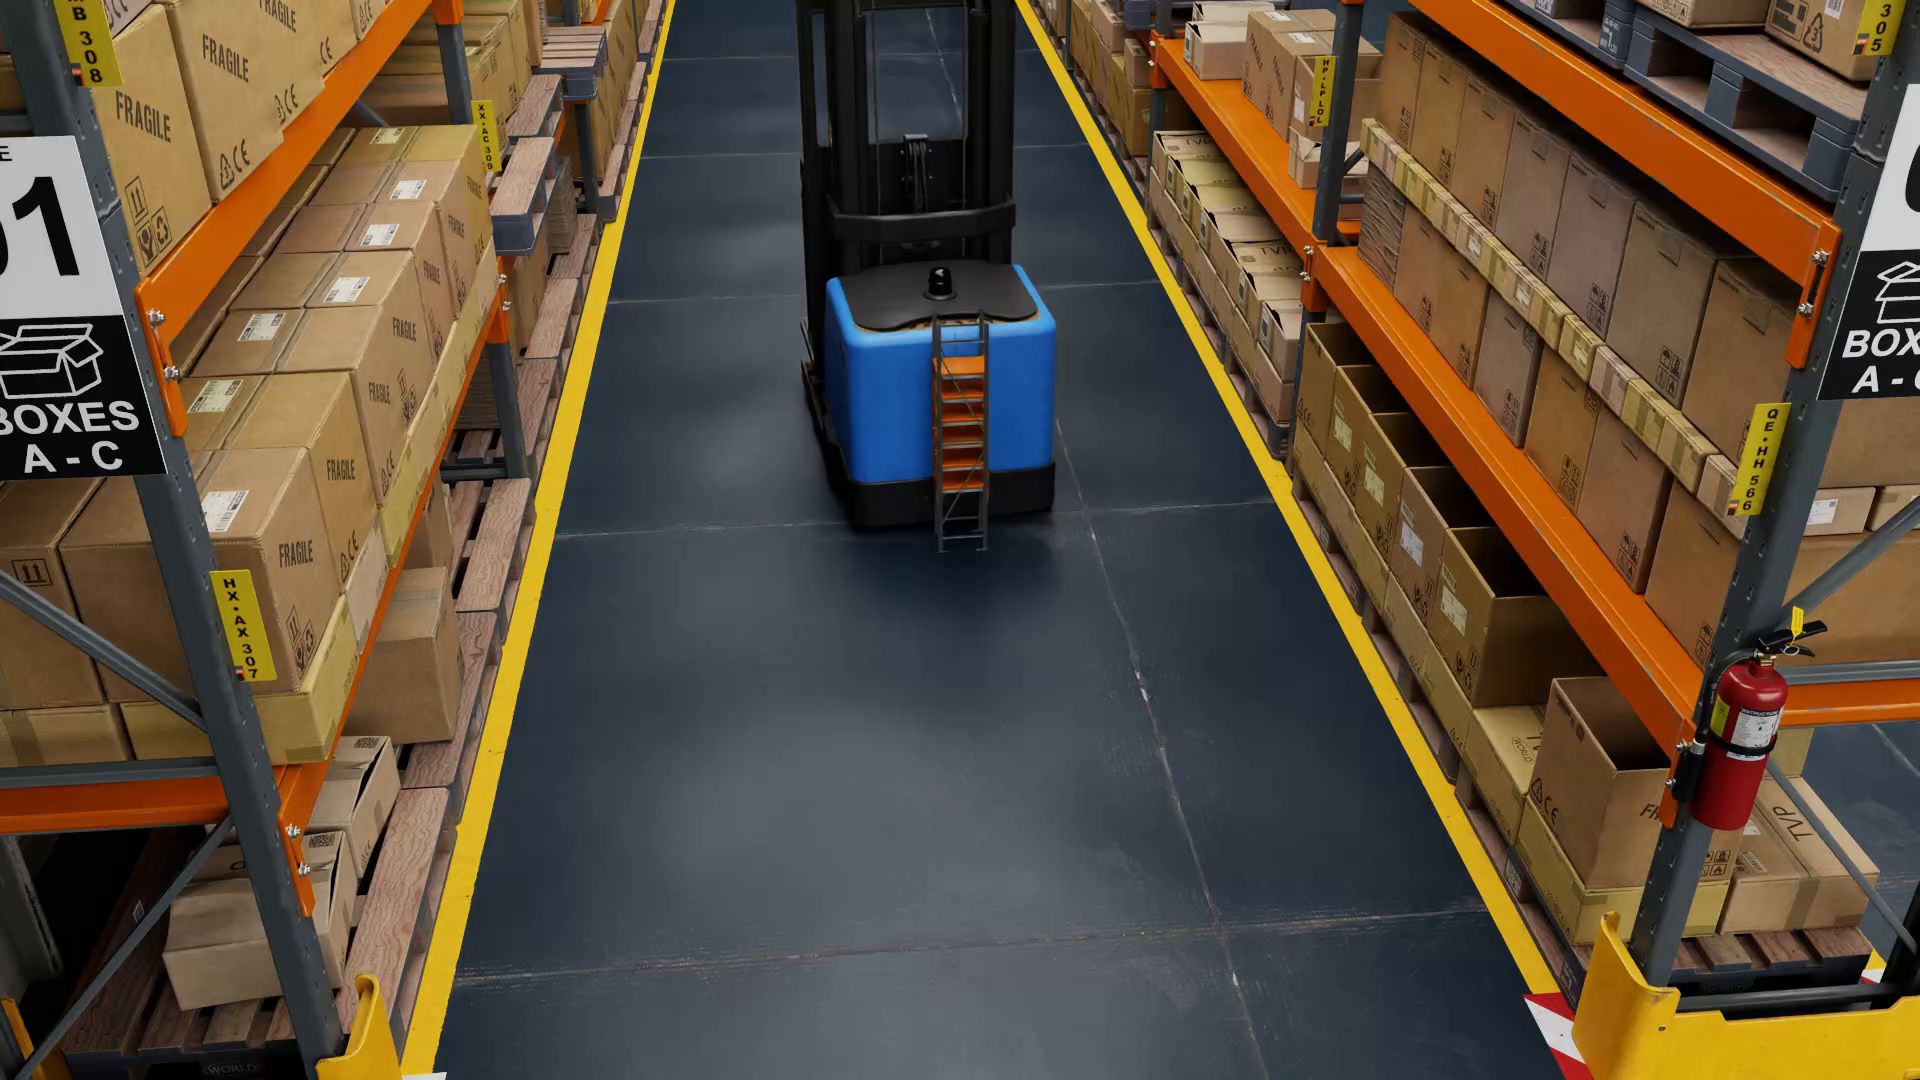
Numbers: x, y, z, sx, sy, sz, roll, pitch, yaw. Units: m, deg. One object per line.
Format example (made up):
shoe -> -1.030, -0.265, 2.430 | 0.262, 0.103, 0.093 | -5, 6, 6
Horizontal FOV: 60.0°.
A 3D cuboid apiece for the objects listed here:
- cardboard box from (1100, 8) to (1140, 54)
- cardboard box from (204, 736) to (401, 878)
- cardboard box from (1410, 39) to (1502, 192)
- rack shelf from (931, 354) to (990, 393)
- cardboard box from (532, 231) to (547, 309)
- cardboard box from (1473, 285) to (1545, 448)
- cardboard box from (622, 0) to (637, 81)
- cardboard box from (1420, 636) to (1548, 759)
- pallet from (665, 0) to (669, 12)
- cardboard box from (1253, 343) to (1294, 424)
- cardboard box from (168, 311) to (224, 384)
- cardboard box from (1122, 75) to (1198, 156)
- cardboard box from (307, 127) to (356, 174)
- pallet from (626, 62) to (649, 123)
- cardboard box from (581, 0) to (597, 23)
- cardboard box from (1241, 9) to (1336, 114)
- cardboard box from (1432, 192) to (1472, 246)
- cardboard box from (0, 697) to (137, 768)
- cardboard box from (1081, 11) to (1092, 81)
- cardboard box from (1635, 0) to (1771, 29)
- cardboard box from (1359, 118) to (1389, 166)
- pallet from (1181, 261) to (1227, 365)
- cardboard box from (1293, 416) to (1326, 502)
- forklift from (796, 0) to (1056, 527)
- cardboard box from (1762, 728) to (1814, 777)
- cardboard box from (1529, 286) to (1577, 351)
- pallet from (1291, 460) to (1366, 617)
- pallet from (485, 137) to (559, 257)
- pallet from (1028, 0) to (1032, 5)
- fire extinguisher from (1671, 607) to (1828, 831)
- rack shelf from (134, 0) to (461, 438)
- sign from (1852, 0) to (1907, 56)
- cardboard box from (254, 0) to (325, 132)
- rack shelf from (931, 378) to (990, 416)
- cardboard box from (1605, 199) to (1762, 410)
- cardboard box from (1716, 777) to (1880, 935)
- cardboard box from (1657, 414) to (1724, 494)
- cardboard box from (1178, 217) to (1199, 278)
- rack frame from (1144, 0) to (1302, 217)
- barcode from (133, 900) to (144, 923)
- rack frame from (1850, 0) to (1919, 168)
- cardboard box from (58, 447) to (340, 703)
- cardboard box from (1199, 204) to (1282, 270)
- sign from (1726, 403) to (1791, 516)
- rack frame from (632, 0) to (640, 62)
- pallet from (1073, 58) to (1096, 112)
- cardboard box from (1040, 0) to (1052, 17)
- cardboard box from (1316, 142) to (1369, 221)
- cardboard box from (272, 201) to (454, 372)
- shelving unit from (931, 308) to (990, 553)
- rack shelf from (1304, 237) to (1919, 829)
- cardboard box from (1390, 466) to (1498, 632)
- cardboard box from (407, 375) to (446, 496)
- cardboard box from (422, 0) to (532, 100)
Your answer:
cardboard box -> 1.436, -4.165, 13.575 | 0.500, 0.250, 0.500 | -3, 31, -6
cardboard box -> -2.346, 0.930, 5.961 | 0.500, 0.311, 0.500 | 0, 31, 0
cardboard box -> 2.336, -1.784, 6.949 | 0.700, 0.500, 0.500 | -3, 31, -5
rack shelf -> 0.002, -0.778, 7.767 | 0.258, 0.103, 0.180 | -4, 31, -6
cardboard box -> -2.939, -1.701, 10.181 | 0.700, 0.500, 0.500 | -3, 31, -5
cardboard box -> 2.435, -0.698, 6.396 | 0.700, 0.500, 0.500 | -2, 31, -3
cardboard box -> -3.249, -4.445, 14.454 | 0.750, 0.750, 0.750 | -2, 31, -4
cardboard box -> 2.162, 0.604, 6.585 | 0.500, 0.250, 0.500 | -3, 31, -5
pallet -> -3.660, -5.954, 18.013 | 1.003, 0.211, 1.213 | -3, 31, -5
cardboard box -> 1.912, -0.866, 9.047 | 0.500, 0.250, 0.500 | -3, 31, -5
cardboard box -> -2.664, -0.405, 5.398 | 0.500, 0.500, 0.500 | -4, 31, -6
cardboard box -> 1.545, -3.293, 12.846 | 0.500, 0.500, 0.500 | -2, 31, -3
cardboard box -> -2.856, -1.445, 7.140 | 0.500, 0.500, 0.500 | -3, 31, -6
pallet -> -3.292, -3.926, 14.617 | 1.003, 0.211, 1.213 | -3, 31, -5
cardboard box -> -2.821, -3.820, 11.946 | 0.380, 0.149, 0.250 | -2, 31, -3
cardboard box -> 2.039, -2.898, 10.079 | 0.500, 0.500, 0.500 | -4, 31, -7
cardboard box -> 2.169, -1.322, 6.808 | 0.380, 0.149, 0.250 | -4, 31, -6
cardboard box -> -2.555, 0.439, 4.716 | 0.500, 0.250, 0.500 | -2, 31, -4
cardboard box -> 1.356, -4.338, 14.596 | 0.500, 0.500, 0.500 | -2, 31, -4
cardboard box -> 2.243, -1.665, 4.788 | 0.500, 0.250, 0.500 | -3, 31, -5
cardboard box -> 2.072, -1.843, 7.681 | 0.380, 0.149, 0.250 | -3, 31, -5
pallet -> 2.015, -1.470, 10.505 | 1.003, 0.211, 1.213 | -3, 31, -5
cardboard box -> 1.981, -0.417, 8.295 | 0.500, 0.250, 0.500 | -3, 31, -5
forklift -> -0.314, -2.067, 8.852 | 1.130, 2.935, 3.031 | -6, 31, -10
cardboard box -> 2.736, 0.512, 6.008 | 0.500, 0.500, 0.500 | -3, 31, -5
cardboard box -> 2.266, -0.795, 5.925 | 0.380, 0.149, 0.250 | -2, 31, -3
pallet -> 2.272, -0.063, 8.150 | 1.003, 0.211, 1.213 | -3, 31, -5
pallet -> -2.618, -1.744, 8.432 | 1.003, 0.211, 1.213 | -3, 31, -5
pallet -> 1.201, -6.152, 18.344 | 1.003, 0.211, 1.213 | -3, 31, -5
fire extinguisher -> 2.162, 0.490, 4.581 | 0.296, 0.674, 0.183 | -3, 31, -5
rack shelf -> -2.505, -1.387, 5.423 | 1.077, 0.370, 4.000 | -3, 31, -5
sign -> 2.072, -1.241, 3.691 | 0.100, 0.325, 0.005 | -3, 31, -5
cardboard box -> -2.168, -1.450, 4.710 | 0.500, 0.500, 0.500 | -1, 31, -2
rack shelf -> 0.002, -0.675, 7.828 | 0.258, 0.103, 0.180 | -4, 31, -6
cardboard box -> 2.523, -0.760, 5.235 | 0.700, 0.500, 0.500 | -4, 31, -6
cardboard box -> 2.785, 1.090, 5.773 | 0.500, 0.250, 0.500 | -3, 31, -5
cardboard box -> 2.362, -0.267, 5.042 | 0.380, 0.149, 0.250 | -2, 31, -3
cardboard box -> 1.725, -1.907, 10.790 | 0.500, 0.250, 0.500 | -4, 31, -6
rack frame -> 1.866, -3.711, 11.537 | 1.000, 3.000, 0.127 | -3, 31, -5
barcode -> -2.693, 1.227, 5.455 | 0.001, 0.075, 0.075 | -3, 31, -5
rack frame -> 2.614, -2.202, 3.161 | 1.000, 3.000, 0.127 | -3, 31, -5
cardboard box -> -2.064, 0.089, 4.572 | 0.500, 0.500, 0.500 | -3, 31, -5
cardboard box -> 1.774, -1.879, 10.196 | 0.500, 0.311, 0.500 | -3, 31, -5
sign -> 2.072, -0.206, 4.310 | 0.100, 0.325, 0.005 | -3, 31, -5
rack frame -> -3.439, -5.514, 14.556 | 1.000, 3.000, 0.127 | -3, 31, -5
pallet -> 1.606, -4.142, 14.979 | 1.003, 0.211, 1.213 | -3, 31, -5
cardboard box -> 1.087, -5.448, 16.638 | 0.500, 0.311, 0.500 | -3, 31, -5
cardboard box -> 2.150, -1.853, 8.574 | 0.500, 0.250, 0.500 | -1, 31, -1
cardboard box -> -2.251, -0.957, 6.322 | 0.500, 0.500, 0.500 | -4, 31, -6
shelving unit -> 0.002, -0.507, 7.928 | 0.258, 1.200, 0.189 | -4, 31, -6
rack shelf -> 2.427, -0.338, 6.593 | 1.077, 0.370, 4.000 | -3, 31, -5
cardboard box -> 2.114, 0.027, 6.820 | 0.500, 0.500, 0.500 | -3, 31, -5
cardboard box -> -2.197, -0.378, 6.085 | 0.500, 0.250, 0.500 | -2, 31, -4
cardboard box -> -2.873, -2.829, 9.534 | 0.700, 0.500, 0.500 | -3, 31, -5
